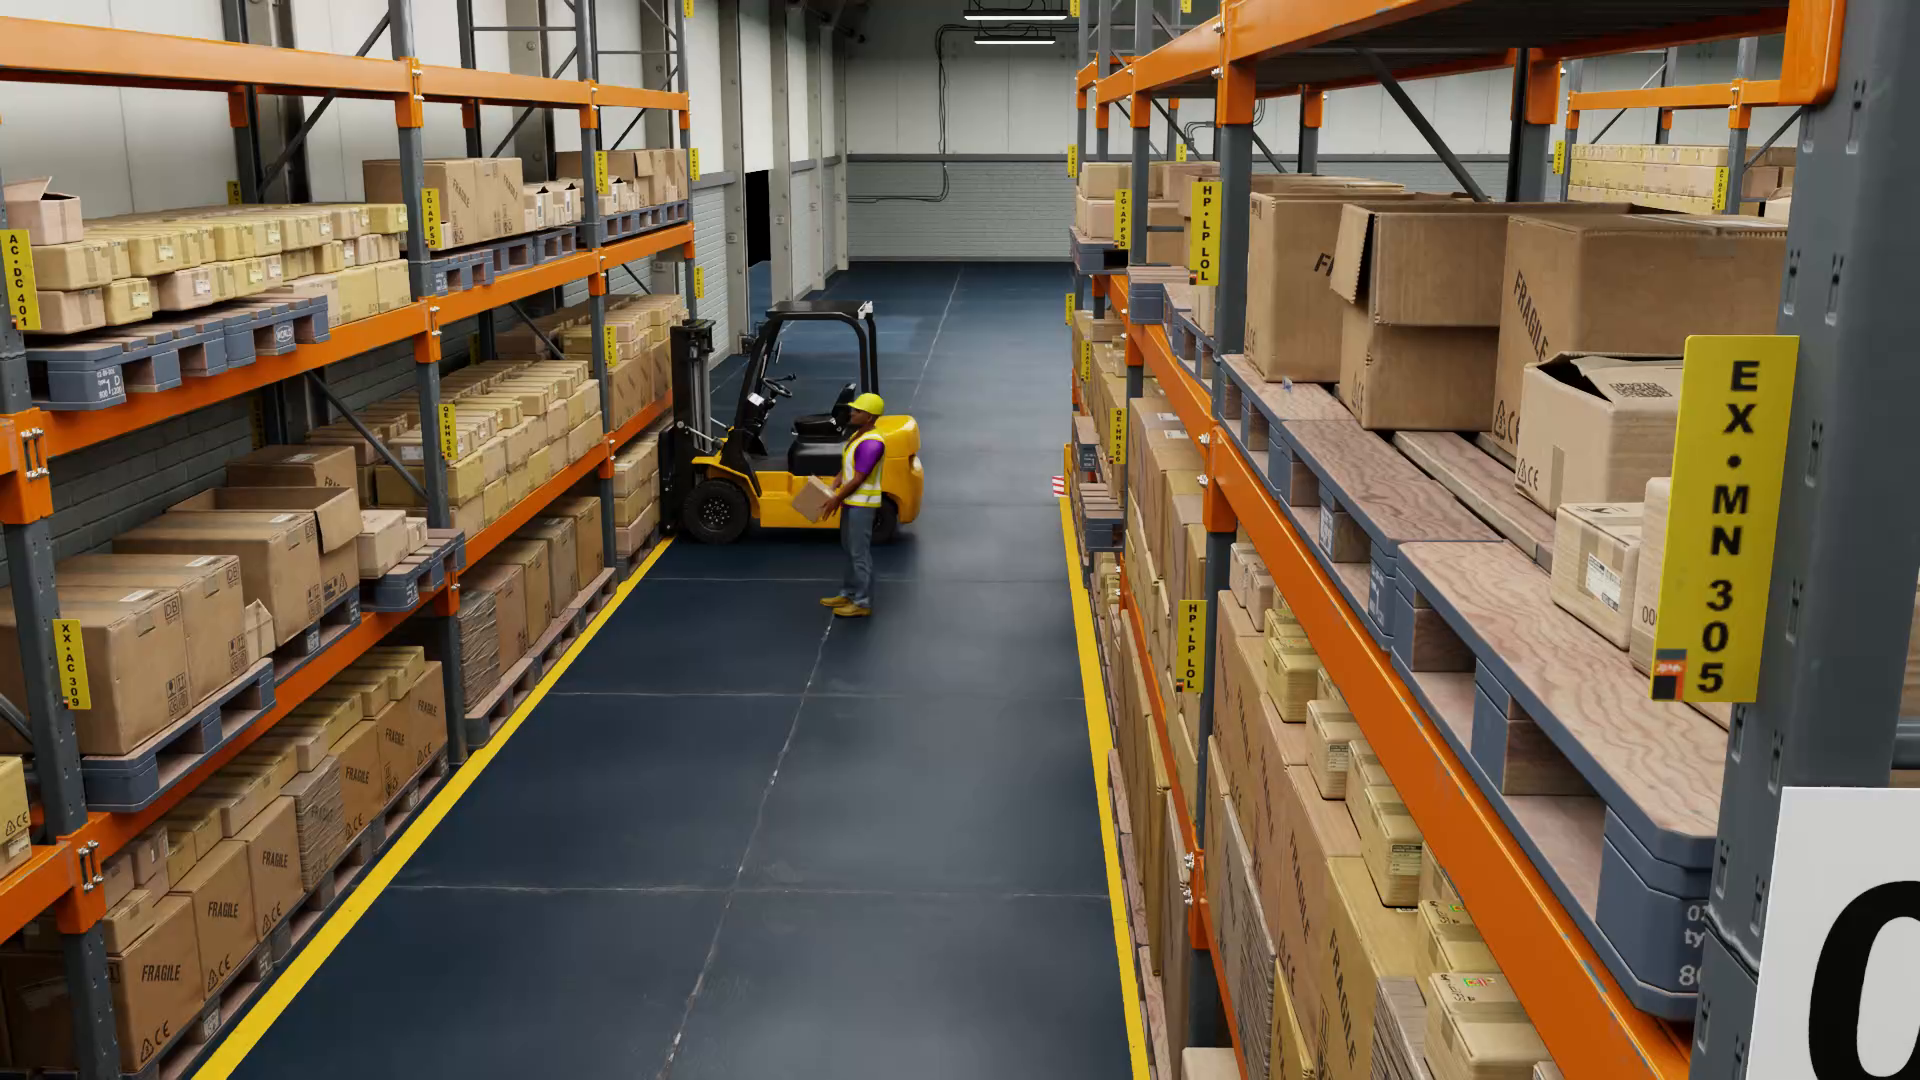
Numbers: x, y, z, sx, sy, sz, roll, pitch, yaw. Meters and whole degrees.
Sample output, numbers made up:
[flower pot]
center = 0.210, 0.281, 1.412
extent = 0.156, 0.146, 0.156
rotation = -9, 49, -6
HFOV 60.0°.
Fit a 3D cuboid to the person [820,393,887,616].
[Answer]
[person]
center = -0.853, -0.279, 13.066
extent = 0.538, 1.772, 0.573
rotation = -3, 14, -11
